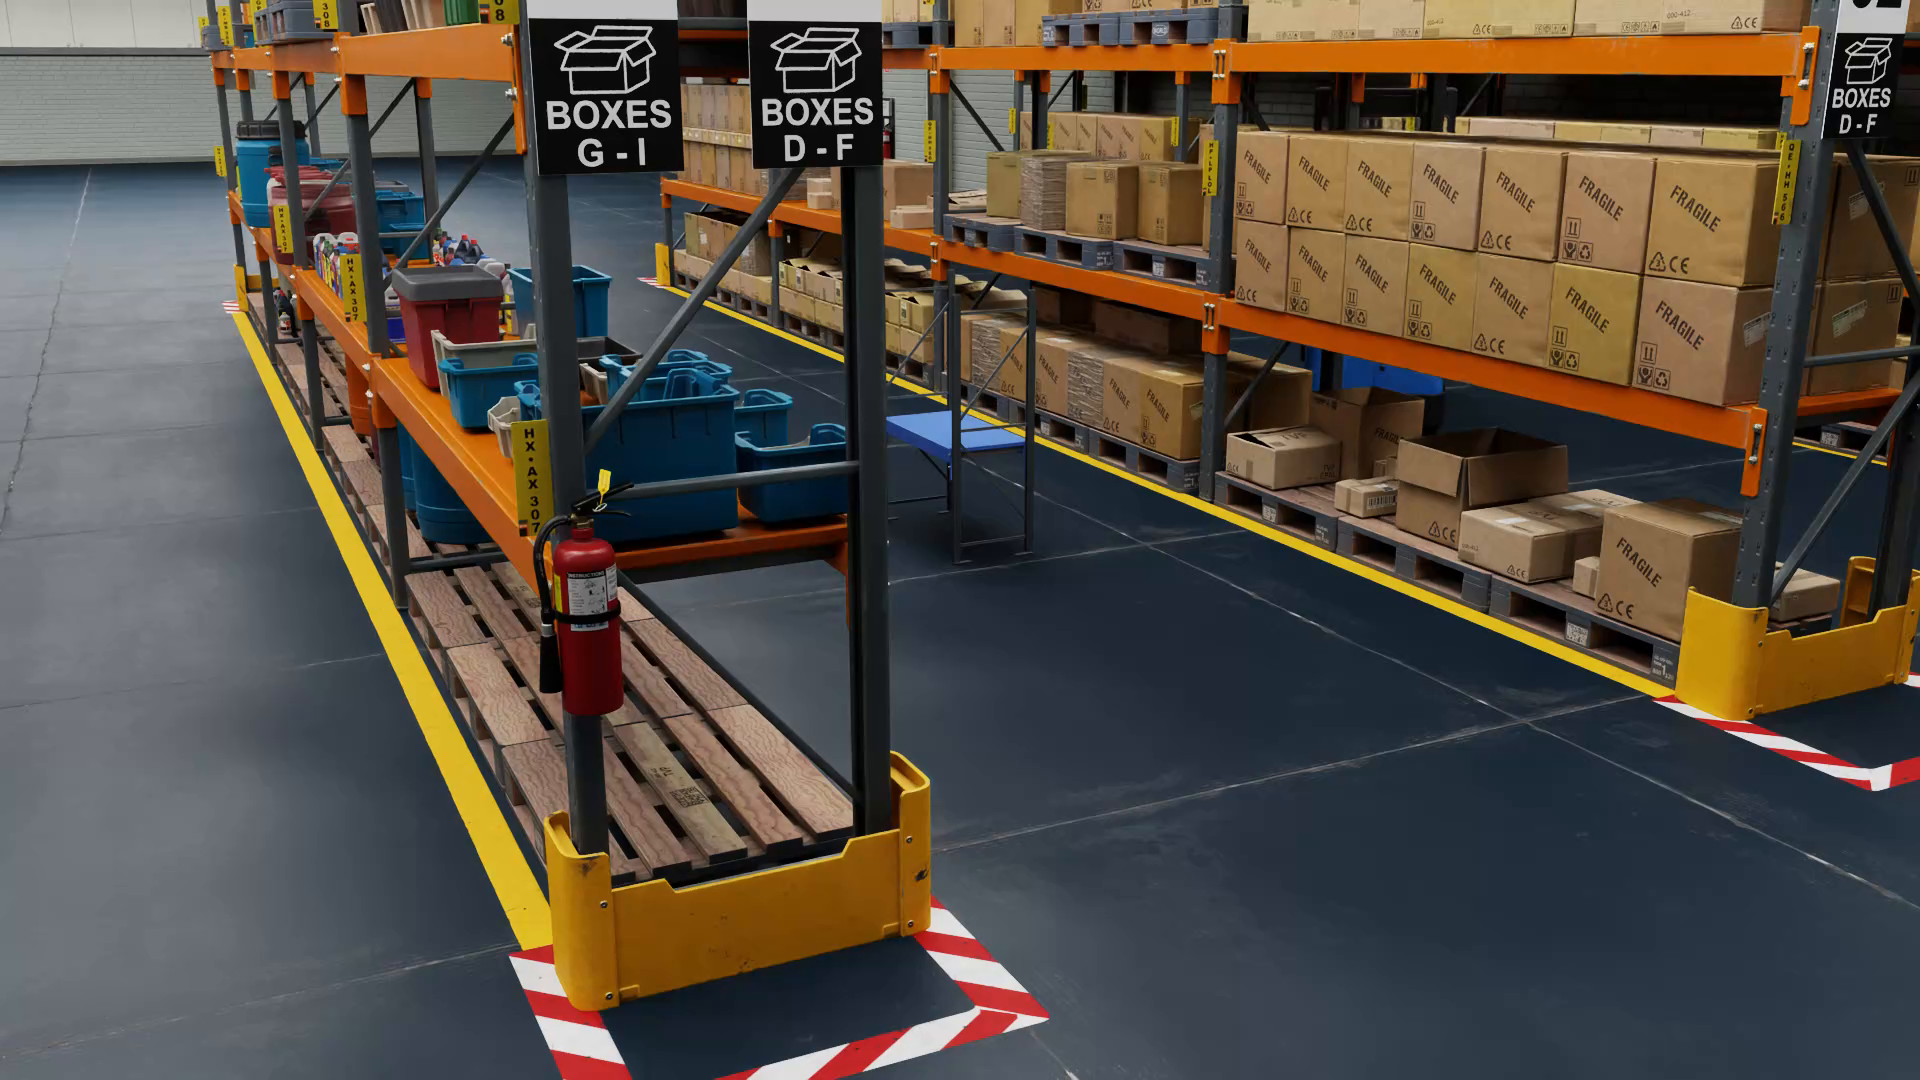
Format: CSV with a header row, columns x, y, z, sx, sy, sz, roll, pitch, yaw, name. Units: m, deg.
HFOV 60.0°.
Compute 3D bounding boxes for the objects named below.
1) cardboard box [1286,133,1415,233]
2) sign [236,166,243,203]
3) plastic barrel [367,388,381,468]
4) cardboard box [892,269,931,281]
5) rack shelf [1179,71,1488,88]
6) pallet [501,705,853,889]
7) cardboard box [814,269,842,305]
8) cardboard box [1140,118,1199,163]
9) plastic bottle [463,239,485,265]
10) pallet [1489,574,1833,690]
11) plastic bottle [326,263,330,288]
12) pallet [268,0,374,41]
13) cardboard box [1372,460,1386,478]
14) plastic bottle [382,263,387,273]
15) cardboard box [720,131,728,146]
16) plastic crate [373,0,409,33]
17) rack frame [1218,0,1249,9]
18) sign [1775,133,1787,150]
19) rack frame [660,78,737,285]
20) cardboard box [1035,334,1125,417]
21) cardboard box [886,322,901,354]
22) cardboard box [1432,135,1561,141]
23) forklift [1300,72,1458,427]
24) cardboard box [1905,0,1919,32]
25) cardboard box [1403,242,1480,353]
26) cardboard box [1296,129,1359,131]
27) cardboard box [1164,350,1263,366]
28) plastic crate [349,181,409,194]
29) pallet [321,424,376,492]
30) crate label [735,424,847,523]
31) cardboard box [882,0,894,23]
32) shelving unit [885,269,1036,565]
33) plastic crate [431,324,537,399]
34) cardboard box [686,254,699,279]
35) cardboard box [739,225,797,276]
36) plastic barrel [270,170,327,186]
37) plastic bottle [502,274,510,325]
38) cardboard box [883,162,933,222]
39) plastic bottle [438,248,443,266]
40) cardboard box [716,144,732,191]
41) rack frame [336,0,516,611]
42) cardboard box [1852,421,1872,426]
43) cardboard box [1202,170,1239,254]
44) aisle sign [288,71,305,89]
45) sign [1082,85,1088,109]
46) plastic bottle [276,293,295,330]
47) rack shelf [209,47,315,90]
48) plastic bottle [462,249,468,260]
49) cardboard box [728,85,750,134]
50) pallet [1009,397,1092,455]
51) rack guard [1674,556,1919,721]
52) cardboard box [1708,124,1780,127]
x,y,z,sx,sy,sz,roll,pitch,yaw,name
2.186,-2.002,9.293,0.500,0.500,0.500,-8,18,-27,cardboard box
-6.452,-3.207,14.986,0.100,0.325,0.005,-8,18,-25,sign
-3.476,-0.789,10.673,0.600,0.588,0.708,-8,18,-25,plastic barrel
-0.396,-2.442,16.029,0.500,0.311,0.500,-8,18,-26,cardboard box
3.829,-4.935,17.375,1.077,0.370,4.000,-8,18,-25,rack shelf
-1.022,0.969,5.991,1.003,0.211,1.213,-8,18,-25,pallet
-1.099,-2.499,16.229,0.500,0.311,0.500,-8,18,-27,cardboard box
2.468,-4.713,19.611,0.500,0.500,0.500,-8,18,-25,cardboard box
-2.967,-1.666,10.209,0.144,0.351,0.185,-8,18,-25,plastic bottle
3.375,0.364,8.099,1.003,0.211,1.213,-8,18,-25,pallet
-4.014,-1.724,10.681,0.097,0.201,0.097,0,16,0,plastic bottle
-2.879,-2.688,8.582,1.213,0.211,1.003,-8,18,-25,pallet
2.729,-0.400,10.077,0.380,0.149,0.250,-8,18,-25,cardboard box
-3.349,-1.477,9.693,0.097,0.271,0.097,0,16,0,plastic bottle
-2.484,-4.517,18.696,0.380,0.149,0.250,-7,17,-23,cardboard box
-2.150,-2.192,6.749,0.497,0.269,0.590,-8,18,-25,plastic crate
2.006,-4.635,9.589,1.000,3.000,0.127,-8,18,-25,rack frame
5.974,-2.802,12.120,0.100,0.325,0.005,-8,18,-25,sign
-3.251,-4.727,20.785,1.000,3.000,0.127,-8,18,-25,rack frame
0.879,-1.223,12.309,0.500,0.500,0.500,-8,18,-27,cardboard box
-0.425,-1.852,14.990,0.500,0.250,0.500,-8,18,-26,cardboard box
2.908,-1.934,9.060,0.500,0.500,0.500,-7,18,-24,cardboard box
3.393,-2.621,13.570,1.130,2.935,3.031,3,16,11,forklift
3.762,-2.288,7.118,0.500,0.250,0.500,-8,18,-25,cardboard box
2.653,-1.263,8.534,0.500,0.500,0.500,-8,18,-26,cardboard box
3.925,-4.024,17.356,0.700,0.500,0.500,-8,18,-25,cardboard box
1.770,-1.042,11.677,0.500,0.500,0.500,-7,18,-24,cardboard box
-4.633,-2.614,13.306,0.402,0.464,0.583,-8,18,-25,plastic crate
-3.817,-0.615,11.511,1.003,0.211,1.213,-8,18,-25,pallet
-0.508,-0.211,5.244,0.416,0.233,0.303,-8,18,-25,crate label
-0.482,-4.692,14.734,0.500,0.250,0.500,-8,18,-26,cardboard box
-0.037,-0.742,9.617,0.538,1.500,1.048,-8,18,-25,shelving unit
-1.945,-0.725,6.945,0.437,0.282,0.530,-8,18,-25,plastic crate
-2.993,-3.324,20.119,0.500,0.250,0.500,-8,18,-25,cardboard box
-2.107,-3.190,18.292,0.500,0.500,0.500,-8,18,-25,cardboard box
-5.409,-2.757,13.674,0.433,0.535,0.433,0,16,0,plastic barrel
-2.469,-1.346,9.227,0.152,0.276,0.135,-8,18,-25,plastic bottle
-0.496,-3.206,15.302,0.500,0.500,0.500,-9,18,-28,cardboard box
-3.504,-1.913,11.341,0.097,0.201,0.097,0,16,0,plastic bottle
-2.377,-4.274,19.026,0.700,0.500,0.500,-7,17,-23,cardboard box
-2.448,-1.154,8.334,1.000,3.000,0.127,-8,18,-25,rack frame
6.693,-1.154,12.103,0.700,0.500,0.500,-7,18,-24,cardboard box
2.000,-2.146,10.848,0.500,0.500,0.700,15,22,42,cardboard box
-7.470,-5.433,18.531,0.394,0.787,0.004,-8,18,-25,aisle sign
1.708,-6.097,22.887,0.100,0.325,0.005,-8,18,-25,sign
-6.494,-2.201,15.986,0.144,0.351,0.185,-8,18,-26,plastic bottle
-6.829,-4.730,16.660,1.077,0.370,4.000,-8,18,-25,rack shelf
-3.054,-1.671,10.348,0.061,0.283,0.133,-8,18,-25,plastic bottle
-2.140,-4.766,18.386,0.700,0.500,0.500,-8,18,-25,cardboard box
1.078,-0.911,12.543,1.003,0.211,1.213,-8,18,-25,pallet
3.725,0.423,7.371,1.175,0.500,0.348,-8,18,-25,rack guard
6.255,-3.187,13.301,0.500,0.250,0.500,-7,18,-24,cardboard box
